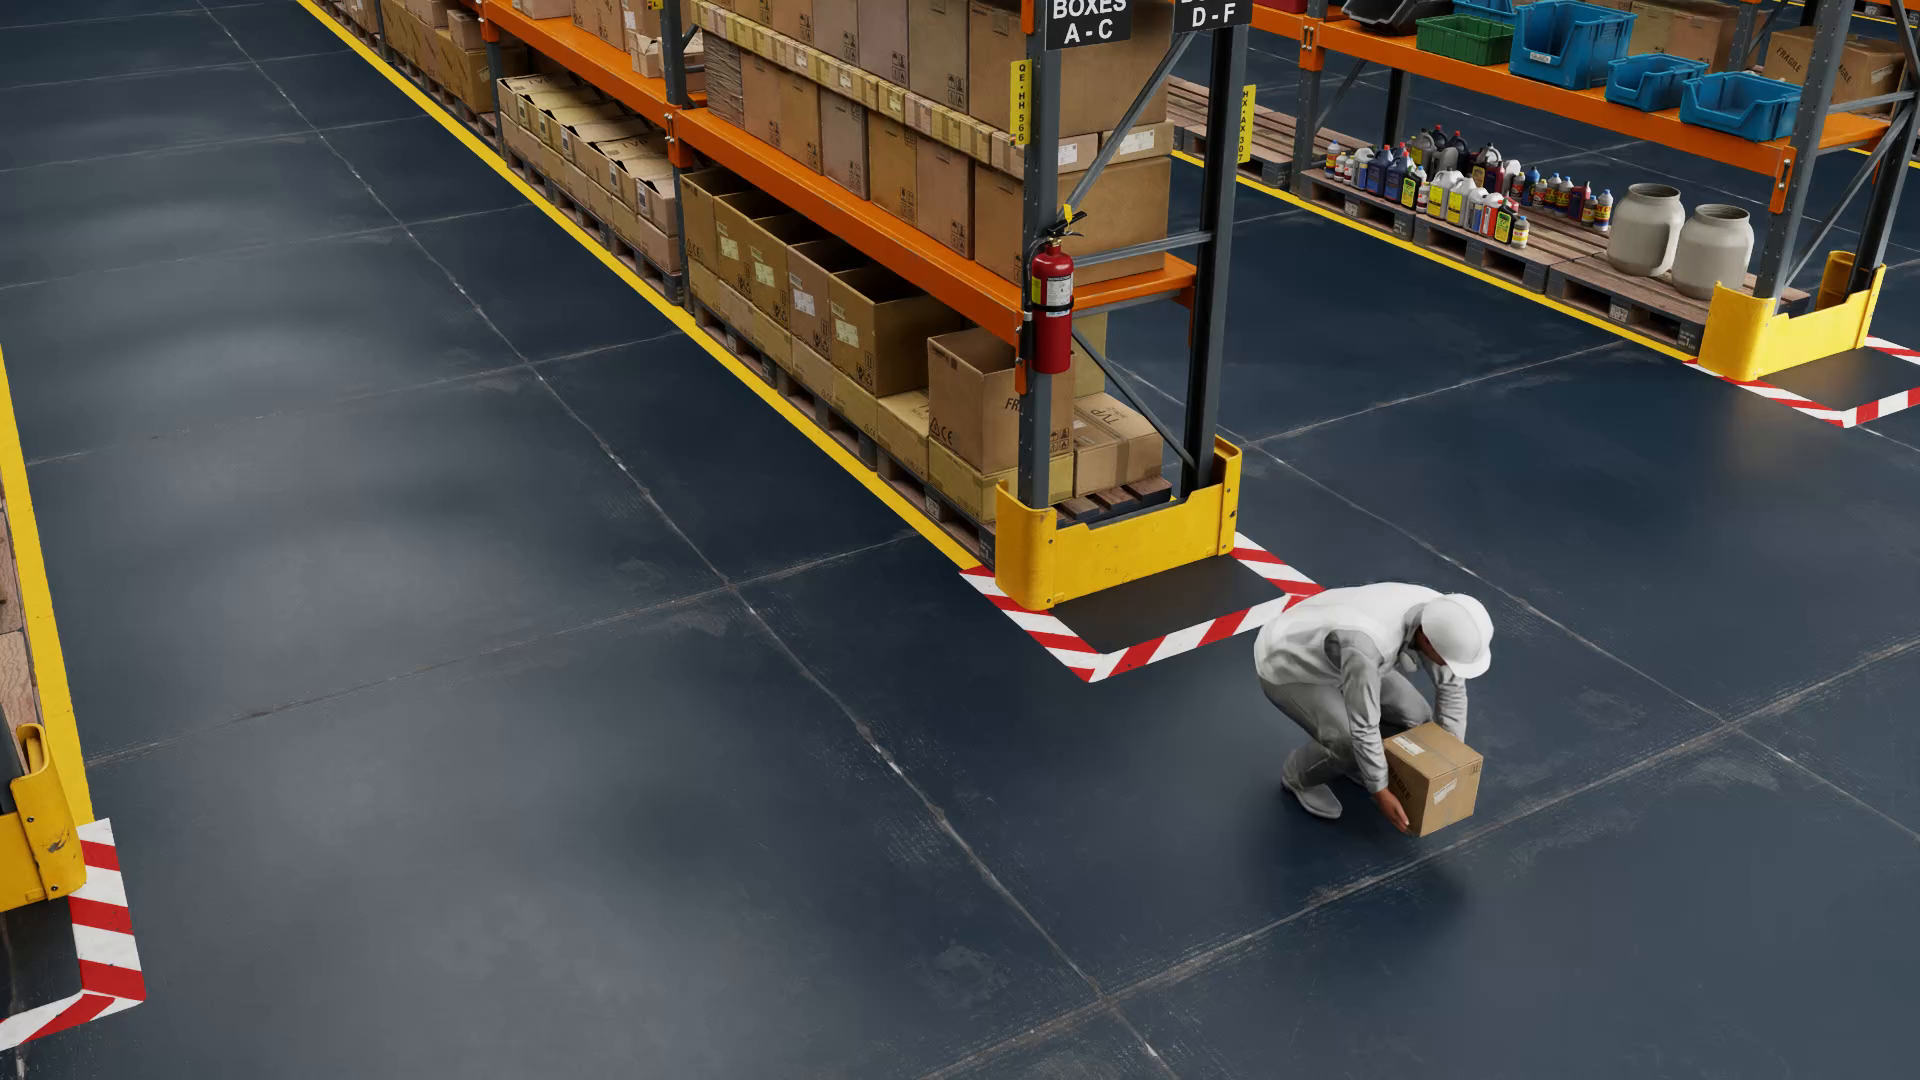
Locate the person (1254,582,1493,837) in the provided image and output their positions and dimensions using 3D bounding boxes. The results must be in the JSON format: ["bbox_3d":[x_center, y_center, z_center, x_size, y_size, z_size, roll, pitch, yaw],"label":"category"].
[{"bbox_3d":[1.467,0.516,5.953,0.530,1.014,0.870,-16,33,-26],"label":"person"}]
